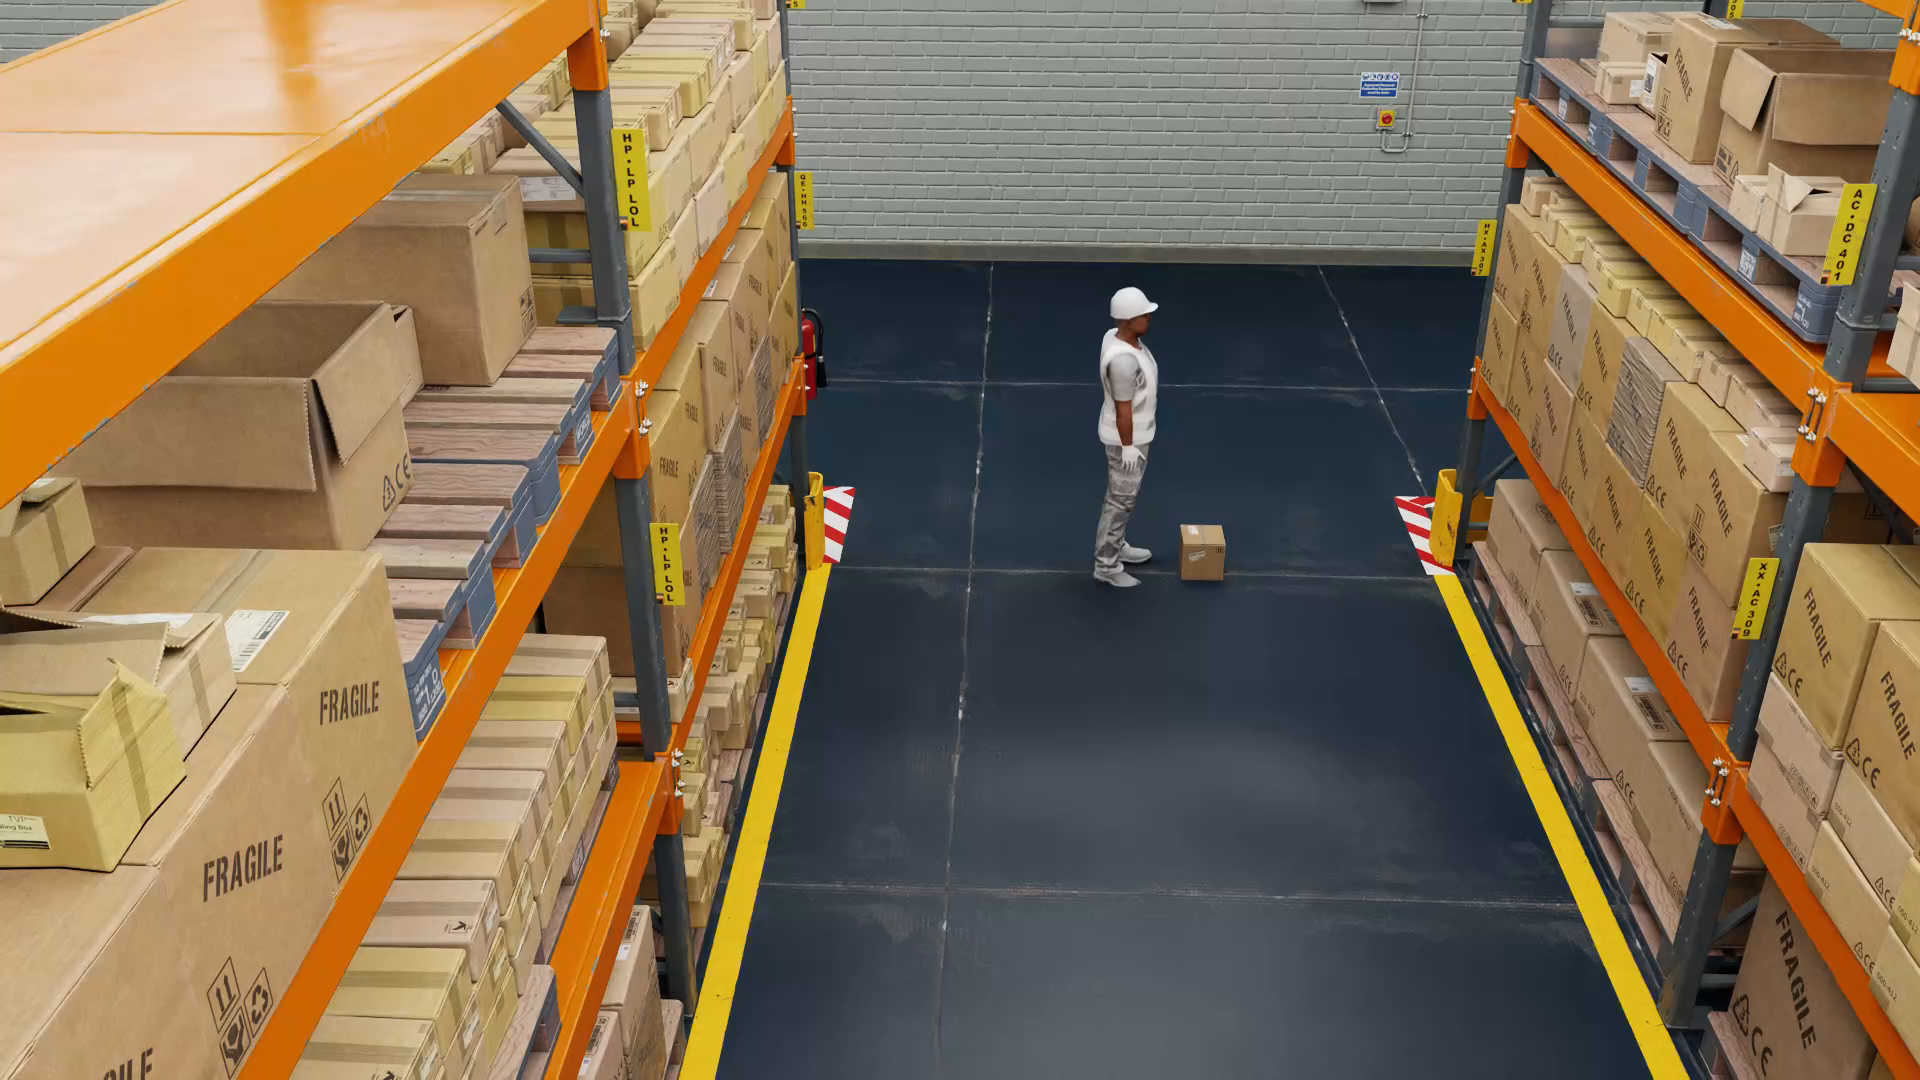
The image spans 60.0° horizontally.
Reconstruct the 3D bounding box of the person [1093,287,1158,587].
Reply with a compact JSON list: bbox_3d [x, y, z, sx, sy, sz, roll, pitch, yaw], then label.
[{"bbox_3d":[0.990,-0.607,9.787,0.374,1.822,0.550,2,28,3],"label":"person"}]
